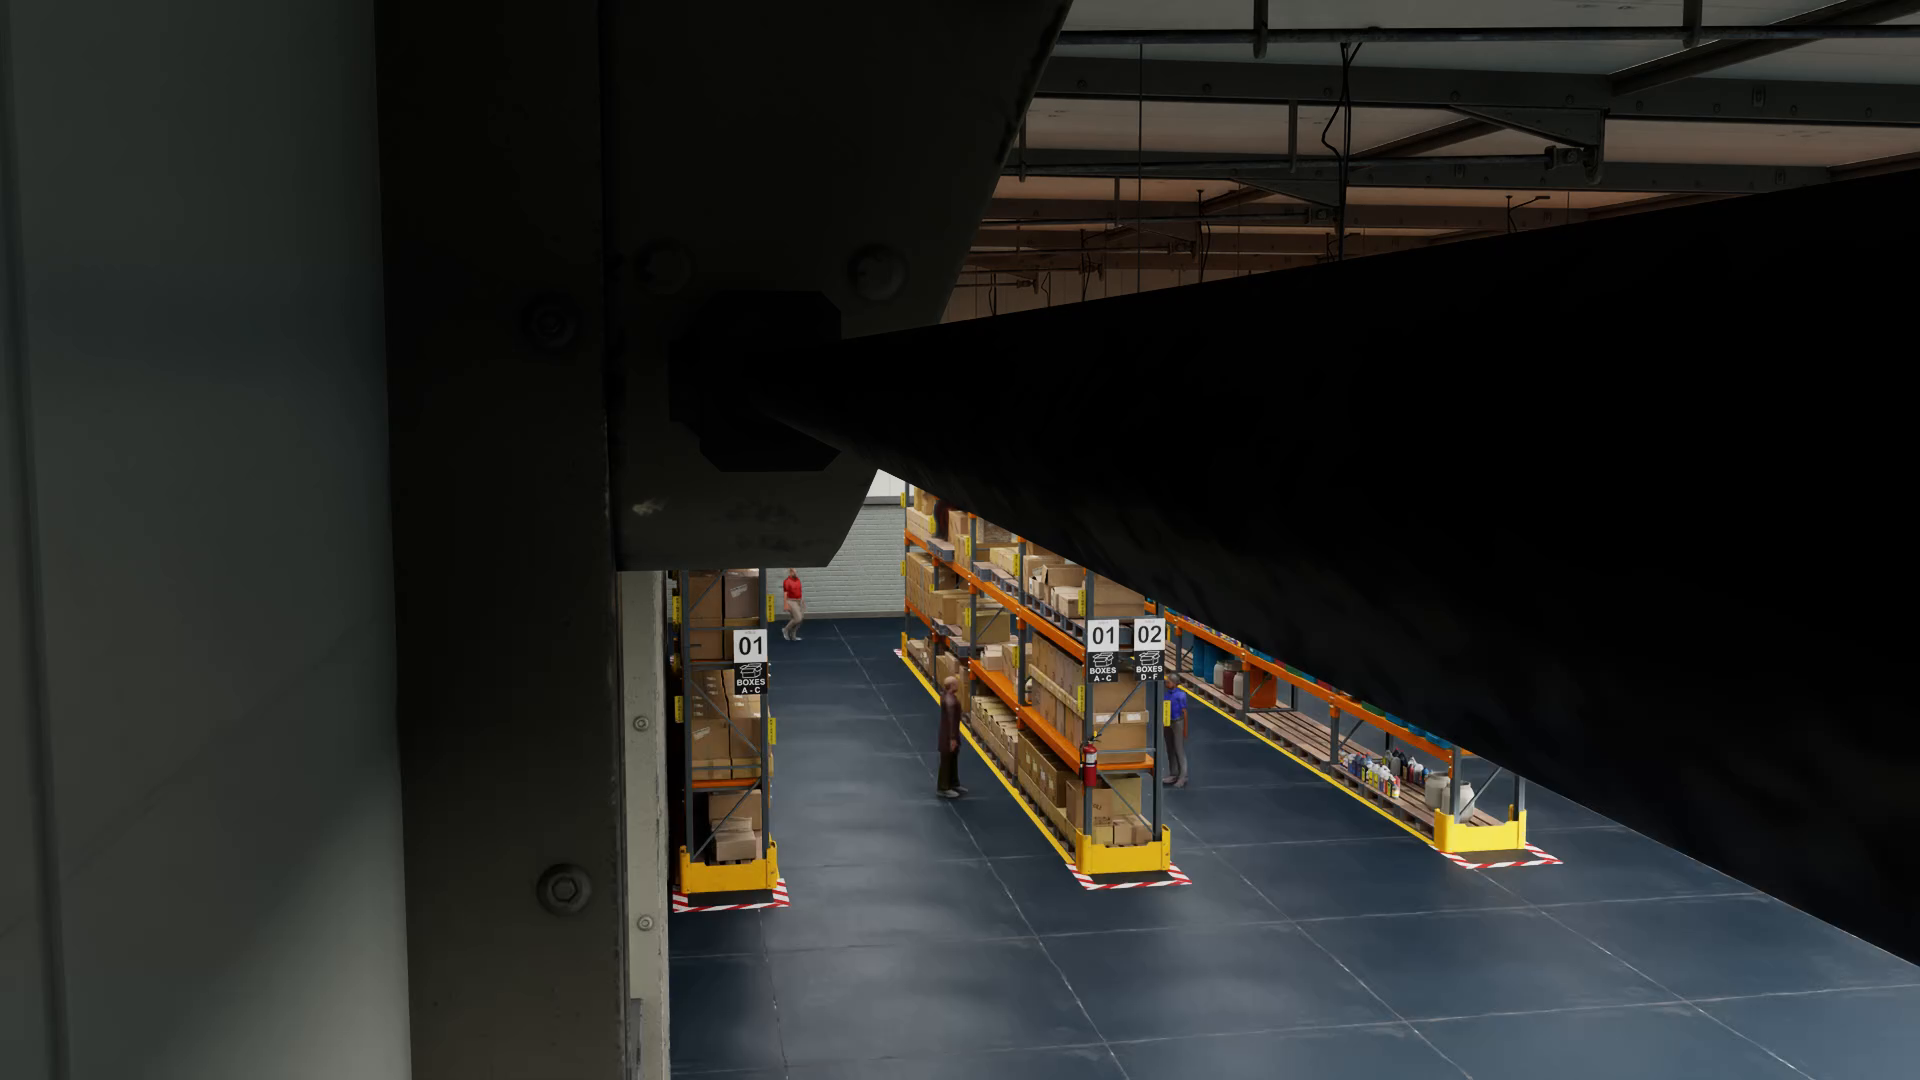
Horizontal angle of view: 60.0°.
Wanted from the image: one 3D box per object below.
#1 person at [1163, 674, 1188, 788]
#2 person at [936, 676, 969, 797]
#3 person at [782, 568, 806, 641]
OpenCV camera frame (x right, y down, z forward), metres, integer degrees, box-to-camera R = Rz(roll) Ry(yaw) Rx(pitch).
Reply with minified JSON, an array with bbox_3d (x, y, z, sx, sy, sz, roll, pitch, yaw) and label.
[{"bbox_3d":[3.260,2.894,25.348,0.344,1.703,0.551,-4,7,-33],"label":"person"},{"bbox_3d":[-0.101,2.919,24.553,0.506,1.771,0.632,0,6,-5],"label":"person"},{"bbox_3d":[-3.844,1.482,38.434,0.498,1.713,0.553,1,6,13],"label":"person"}]
